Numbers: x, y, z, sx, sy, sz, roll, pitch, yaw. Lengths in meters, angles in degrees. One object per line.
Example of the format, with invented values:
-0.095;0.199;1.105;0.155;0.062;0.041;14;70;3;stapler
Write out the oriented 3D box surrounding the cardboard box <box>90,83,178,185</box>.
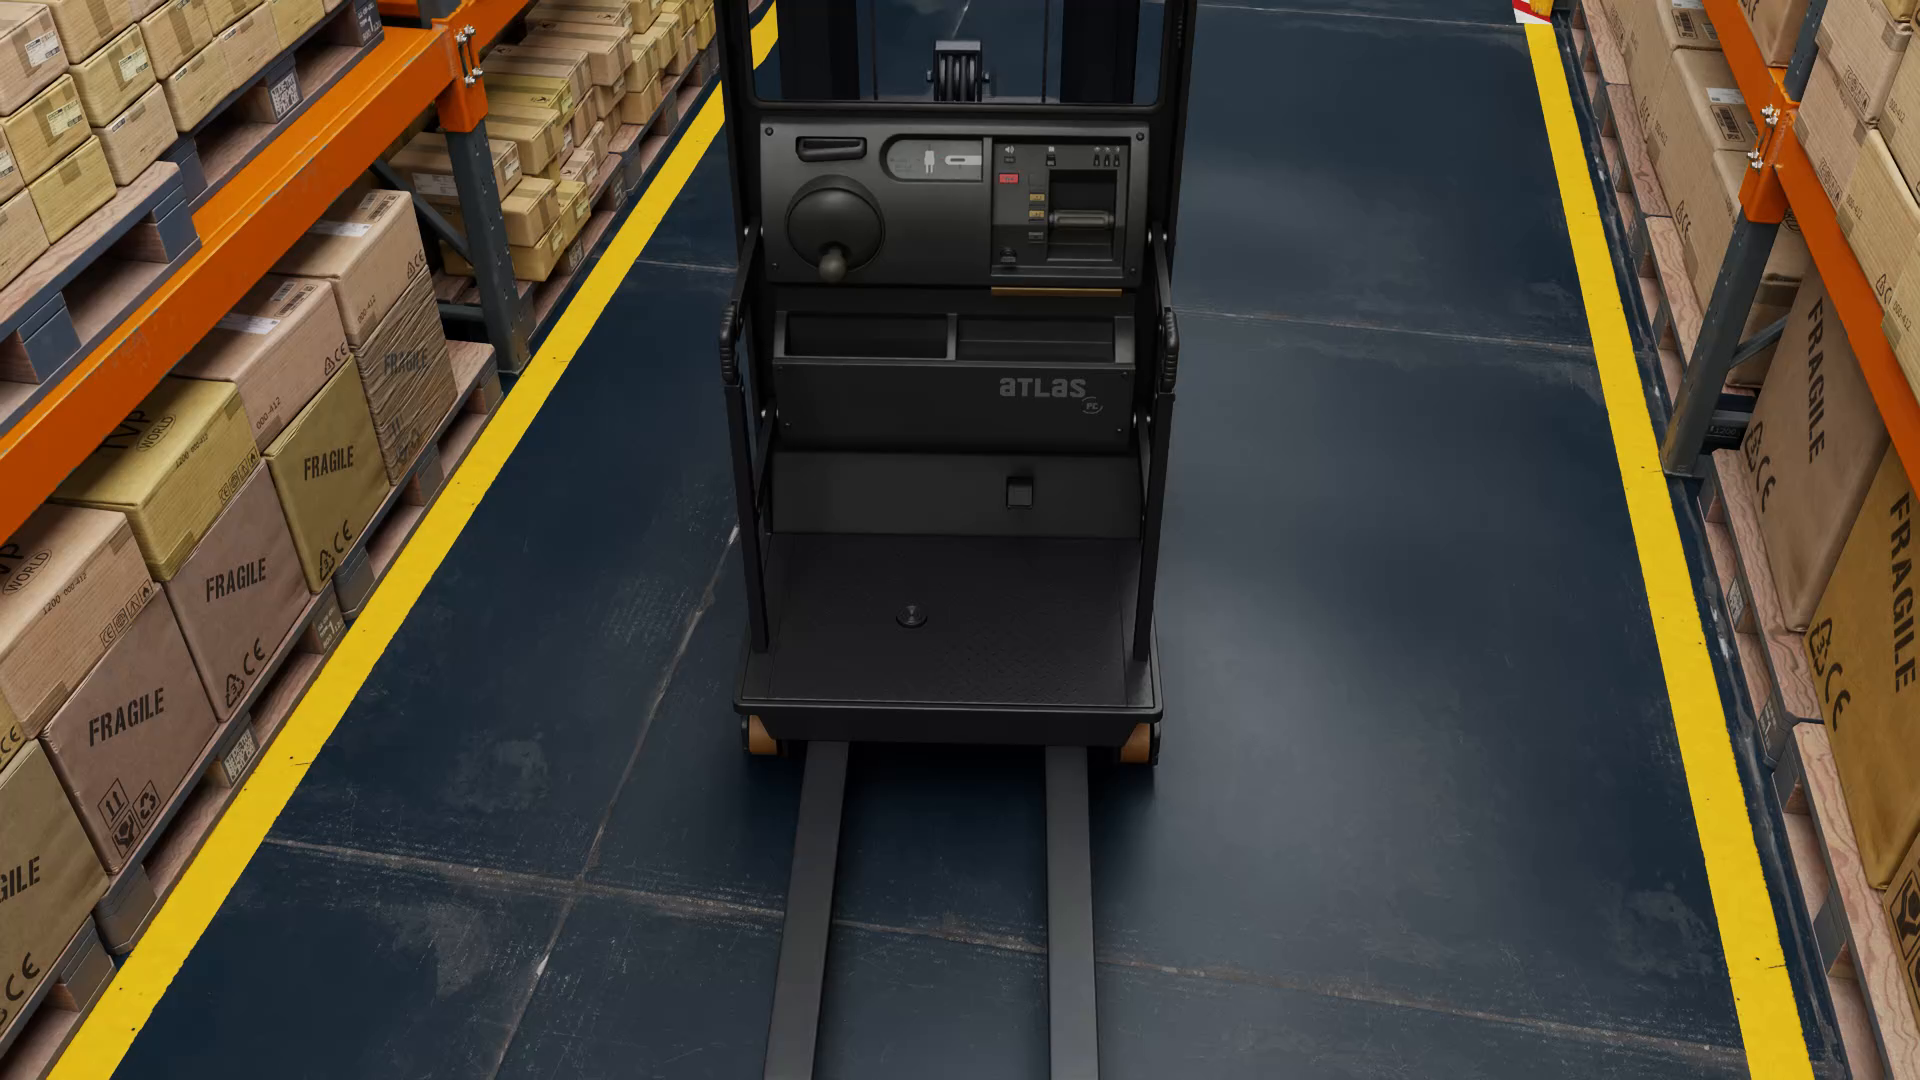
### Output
-2.110;-0.974;3.942;0.380;0.149;0.250;5;40;6;cardboard box

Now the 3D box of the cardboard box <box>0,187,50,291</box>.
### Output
-2.203;-0.641;3.539;0.380;0.149;0.250;5;40;6;cardboard box

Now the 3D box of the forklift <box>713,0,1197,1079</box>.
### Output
-0.019;-0.733;3.836;1.130;2.935;3.031;1;40;1;forklift

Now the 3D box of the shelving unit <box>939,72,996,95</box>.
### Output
0.016;-1.056;5.703;0.215;1.050;0.252;1;40;1;shelving unit

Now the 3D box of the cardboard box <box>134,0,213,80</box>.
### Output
-2.068;-1.247;4.039;0.380;0.149;0.250;5;40;6;cardboard box

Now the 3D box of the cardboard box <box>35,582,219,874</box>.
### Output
-2.211;0.425;4.014;0.500;0.500;0.500;5;40;7;cardboard box

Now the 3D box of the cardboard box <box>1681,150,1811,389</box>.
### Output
3.046;-0.906;5.673;0.875;0.438;0.875;6;40;7;cardboard box

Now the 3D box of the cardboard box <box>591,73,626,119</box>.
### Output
-1.600;-1.867;6.828;0.380;0.149;0.250;8;40;10;cardboard box

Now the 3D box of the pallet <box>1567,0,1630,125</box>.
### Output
3.463;-2.275;7.836;1.003;0.211;1.213;6;40;8;pallet

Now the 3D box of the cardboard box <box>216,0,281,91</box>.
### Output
-2.024;-1.307;4.344;0.380;0.149;0.250;6;40;8;cardboard box

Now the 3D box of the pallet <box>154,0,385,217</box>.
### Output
-2.336;-1.295;4.612;1.003;0.211;1.213;6;40;8;pallet

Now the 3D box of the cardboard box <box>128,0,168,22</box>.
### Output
-2.075;-1.358;3.939;0.380;0.149;0.250;6;40;8;cardboard box

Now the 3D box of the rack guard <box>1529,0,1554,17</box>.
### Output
3.528;-2.912;8.380;1.175;0.500;0.348;6;40;8;rack guard

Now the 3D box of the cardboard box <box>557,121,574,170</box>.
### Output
-1.721;-1.528;6.418;0.380;0.149;0.250;6;40;7;cardboard box

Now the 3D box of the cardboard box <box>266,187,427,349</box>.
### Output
-1.941;-0.824;4.937;0.500;0.250;0.500;5;40;6;cardboard box

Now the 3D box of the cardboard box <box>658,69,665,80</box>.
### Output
-1.527;-2.080;7.320;0.380;0.149;0.250;7;40;9;cardboard box

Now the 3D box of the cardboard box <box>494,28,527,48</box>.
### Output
-2.025;-2.059;7.060;0.380;0.149;0.250;5;40;6;cardboard box

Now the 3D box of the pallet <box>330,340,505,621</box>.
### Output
-2.194;-0.269;5.409;1.003;0.211;1.213;6;40;8;pallet

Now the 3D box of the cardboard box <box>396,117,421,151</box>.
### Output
-2.250;-1.541;6.201;0.380;0.149;0.250;7;40;8;cardboard box

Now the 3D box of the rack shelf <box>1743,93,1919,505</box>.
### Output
2.486;0.183;3.240;1.077;0.370;4.000;6;40;8;rack shelf

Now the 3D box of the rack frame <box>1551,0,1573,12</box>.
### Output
3.524;-3.860;7.565;1.000;3.000;0.127;6;40;8;rack frame

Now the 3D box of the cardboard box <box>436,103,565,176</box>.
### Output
-1.691;-1.484;6.132;0.380;0.149;0.250;8;40;10;cardboard box

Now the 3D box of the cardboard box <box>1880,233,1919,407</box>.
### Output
2.304;-0.400;3.498;0.500;0.250;0.500;6;40;7;cardboard box

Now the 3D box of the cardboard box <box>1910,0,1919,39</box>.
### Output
2.412;-1.207;3.493;0.500;0.500;0.500;6;40;7;cardboard box

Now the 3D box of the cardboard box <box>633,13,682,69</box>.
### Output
-1.427;-2.170;7.195;0.380;0.149;0.250;7;40;8;cardboard box

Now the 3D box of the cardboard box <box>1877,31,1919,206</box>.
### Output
2.416;-0.909;3.721;0.500;0.250;0.500;7;40;8;cardboard box

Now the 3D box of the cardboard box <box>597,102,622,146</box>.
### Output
-1.637;-1.755;6.926;0.380;0.149;0.250;5;40;6;cardboard box

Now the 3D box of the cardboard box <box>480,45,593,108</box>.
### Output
-1.673;-1.815;6.532;0.380;0.149;0.250;5;40;7;cardboard box

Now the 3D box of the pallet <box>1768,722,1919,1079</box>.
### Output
2.564;0.985;3.893;1.003;0.211;1.213;6;40;8;pallet

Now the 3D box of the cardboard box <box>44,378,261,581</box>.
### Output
-2.120;-0.170;4.145;0.500;0.250;0.500;5;40;6;cardboard box

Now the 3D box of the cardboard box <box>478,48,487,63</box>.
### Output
-2.093;-1.853;6.578;0.380;0.149;0.250;8;40;9;cardboard box

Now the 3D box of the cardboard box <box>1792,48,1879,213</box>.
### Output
2.496;-1.045;4.278;0.500;0.250;0.500;6;40;7;cardboard box

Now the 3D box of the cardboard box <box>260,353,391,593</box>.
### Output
-2.030;-0.216;4.790;0.500;0.500;0.500;6;40;7;cardboard box

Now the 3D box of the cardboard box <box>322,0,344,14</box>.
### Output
-1.935;-1.626;4.730;0.380;0.149;0.250;6;40;7;cardboard box

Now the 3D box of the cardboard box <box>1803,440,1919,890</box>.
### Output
2.655;0.273;3.904;0.875;0.875;0.875;7;40;9;cardboard box

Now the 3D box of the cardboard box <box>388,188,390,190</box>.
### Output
-2.285;-1.414;6.280;0.380;0.149;0.250;5;40;6;cardboard box

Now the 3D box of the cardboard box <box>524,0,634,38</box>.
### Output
-1.583;-2.145;6.932;0.380;0.149;0.250;5;40;6;cardboard box

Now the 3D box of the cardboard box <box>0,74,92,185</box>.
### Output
-2.160;-0.913;3.634;0.380;0.149;0.250;7;40;8;cardboard box

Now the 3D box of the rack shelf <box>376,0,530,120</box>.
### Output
-1.715;-2.810;6.859;1.077;0.370;4.000;6;40;8;rack shelf

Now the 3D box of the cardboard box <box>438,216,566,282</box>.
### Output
-1.681;-1.088;6.120;0.380;0.149;0.250;5;40;6;cardboard box

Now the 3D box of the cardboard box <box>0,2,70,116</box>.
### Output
-2.164;-1.035;3.549;0.380;0.149;0.250;5;40;6;cardboard box

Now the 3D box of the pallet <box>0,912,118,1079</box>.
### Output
-2.616;1.263;3.557;1.003;0.211;1.213;6;40;8;pallet

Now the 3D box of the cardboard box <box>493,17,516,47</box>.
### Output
-2.102;-2.203;7.002;0.380;0.149;0.250;5;40;6;cardboard box

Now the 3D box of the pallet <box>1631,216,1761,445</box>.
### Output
3.041;-0.744;5.984;1.003;0.211;1.213;6;40;8;pallet

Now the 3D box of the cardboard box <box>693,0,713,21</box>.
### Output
-1.344;-2.505;7.600;0.380;0.149;0.250;7;40;8;cardboard box

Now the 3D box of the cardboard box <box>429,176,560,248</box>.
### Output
-1.683;-1.202;6.024;0.380;0.149;0.250;8;40;10;cardboard box

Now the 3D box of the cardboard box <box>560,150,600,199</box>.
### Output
-1.643;-1.417;6.518;0.380;0.149;0.250;6;40;7;cardboard box

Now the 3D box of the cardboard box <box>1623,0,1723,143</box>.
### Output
3.358;-2.034;7.037;0.875;0.438;0.875;7;40;9;cardboard box

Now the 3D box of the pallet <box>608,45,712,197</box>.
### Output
-1.771;-1.951;7.444;1.003;0.211;1.213;6;40;8;pallet

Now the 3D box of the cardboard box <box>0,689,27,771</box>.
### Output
-2.307;0.466;3.376;0.500;0.250;0.500;6;40;7;cardboard box

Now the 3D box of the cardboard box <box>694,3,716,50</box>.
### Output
-1.342;-2.400;7.707;0.380;0.149;0.250;5;40;6;cardboard box

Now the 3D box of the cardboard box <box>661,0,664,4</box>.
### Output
-1.484;-2.463;7.316;0.380;0.149;0.250;5;40;6;cardboard box
